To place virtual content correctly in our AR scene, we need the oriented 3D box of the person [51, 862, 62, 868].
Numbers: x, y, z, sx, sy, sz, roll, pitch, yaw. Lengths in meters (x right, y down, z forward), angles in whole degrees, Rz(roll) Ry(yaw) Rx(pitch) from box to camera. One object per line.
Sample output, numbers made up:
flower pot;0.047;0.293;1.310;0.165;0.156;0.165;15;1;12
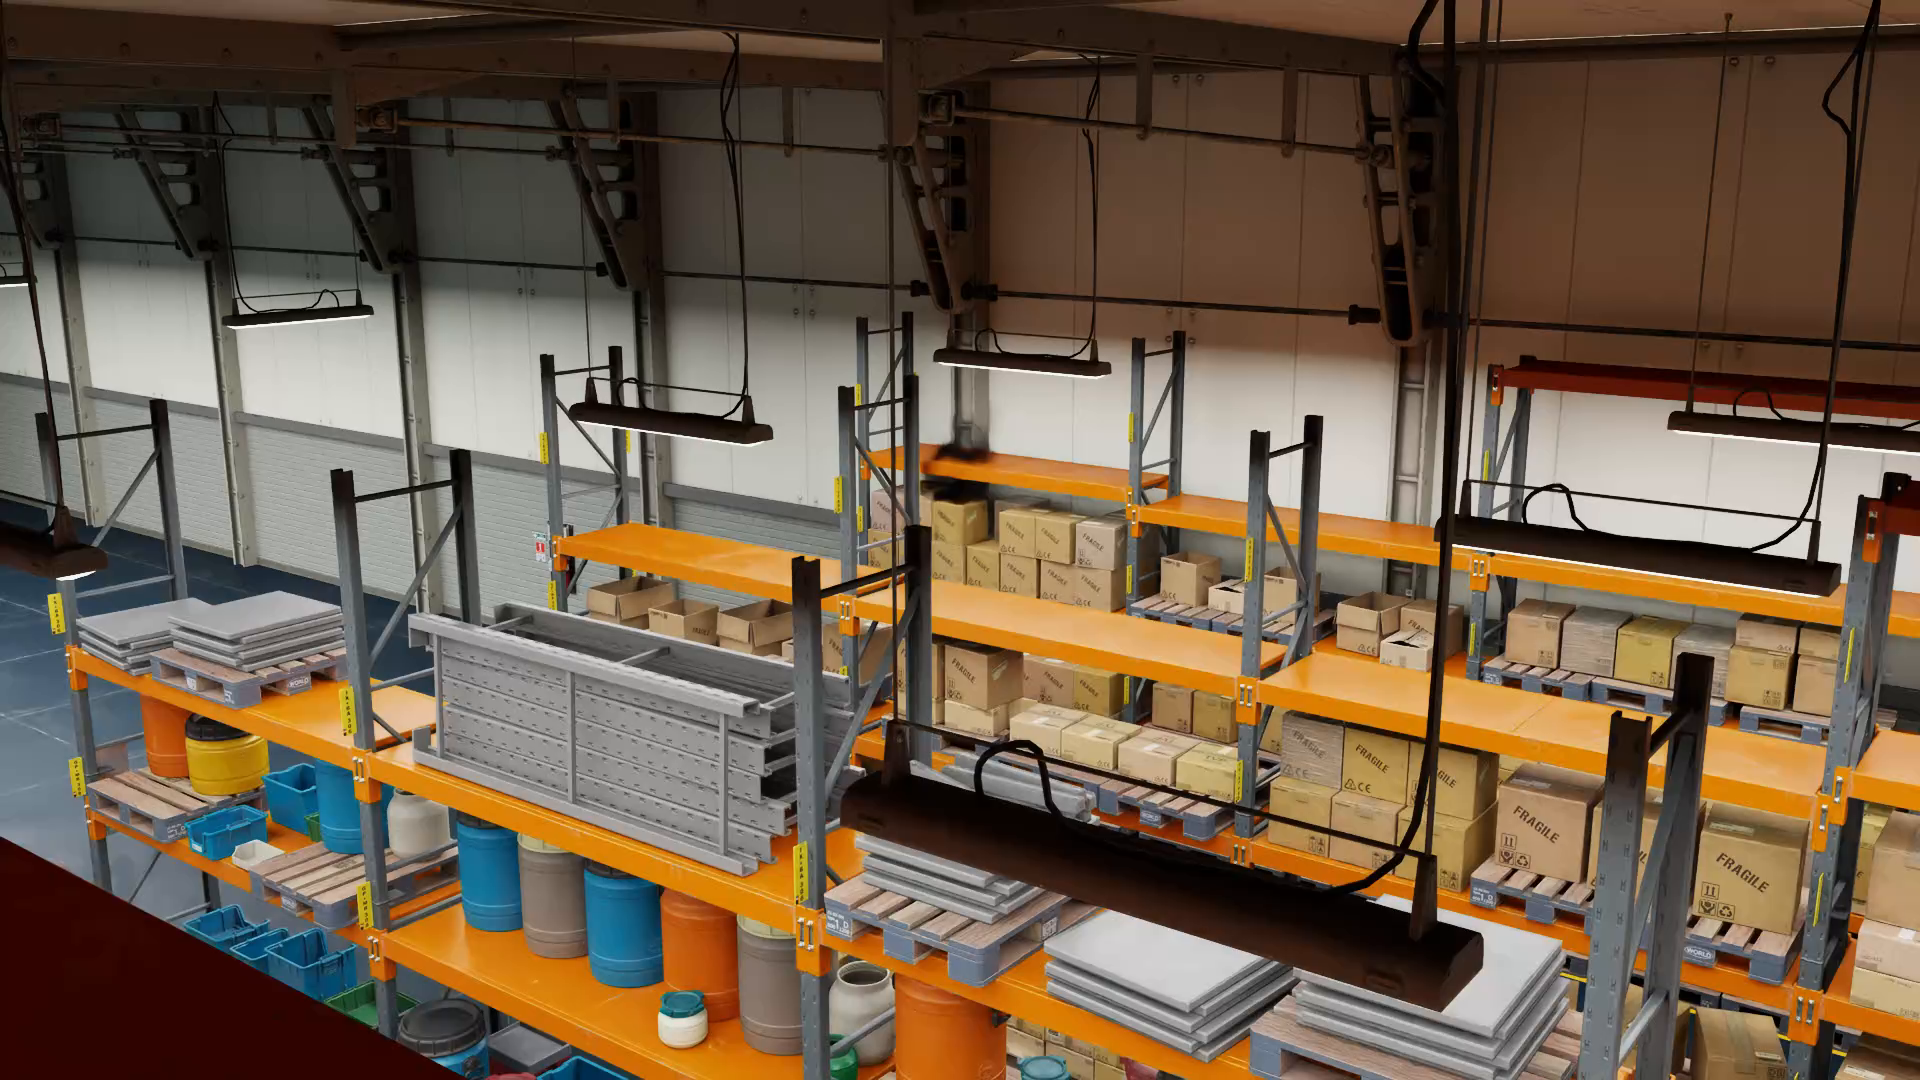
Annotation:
person;-8.356;3.753;15.378;0.743;1.705;0.614;-4;14;-17
